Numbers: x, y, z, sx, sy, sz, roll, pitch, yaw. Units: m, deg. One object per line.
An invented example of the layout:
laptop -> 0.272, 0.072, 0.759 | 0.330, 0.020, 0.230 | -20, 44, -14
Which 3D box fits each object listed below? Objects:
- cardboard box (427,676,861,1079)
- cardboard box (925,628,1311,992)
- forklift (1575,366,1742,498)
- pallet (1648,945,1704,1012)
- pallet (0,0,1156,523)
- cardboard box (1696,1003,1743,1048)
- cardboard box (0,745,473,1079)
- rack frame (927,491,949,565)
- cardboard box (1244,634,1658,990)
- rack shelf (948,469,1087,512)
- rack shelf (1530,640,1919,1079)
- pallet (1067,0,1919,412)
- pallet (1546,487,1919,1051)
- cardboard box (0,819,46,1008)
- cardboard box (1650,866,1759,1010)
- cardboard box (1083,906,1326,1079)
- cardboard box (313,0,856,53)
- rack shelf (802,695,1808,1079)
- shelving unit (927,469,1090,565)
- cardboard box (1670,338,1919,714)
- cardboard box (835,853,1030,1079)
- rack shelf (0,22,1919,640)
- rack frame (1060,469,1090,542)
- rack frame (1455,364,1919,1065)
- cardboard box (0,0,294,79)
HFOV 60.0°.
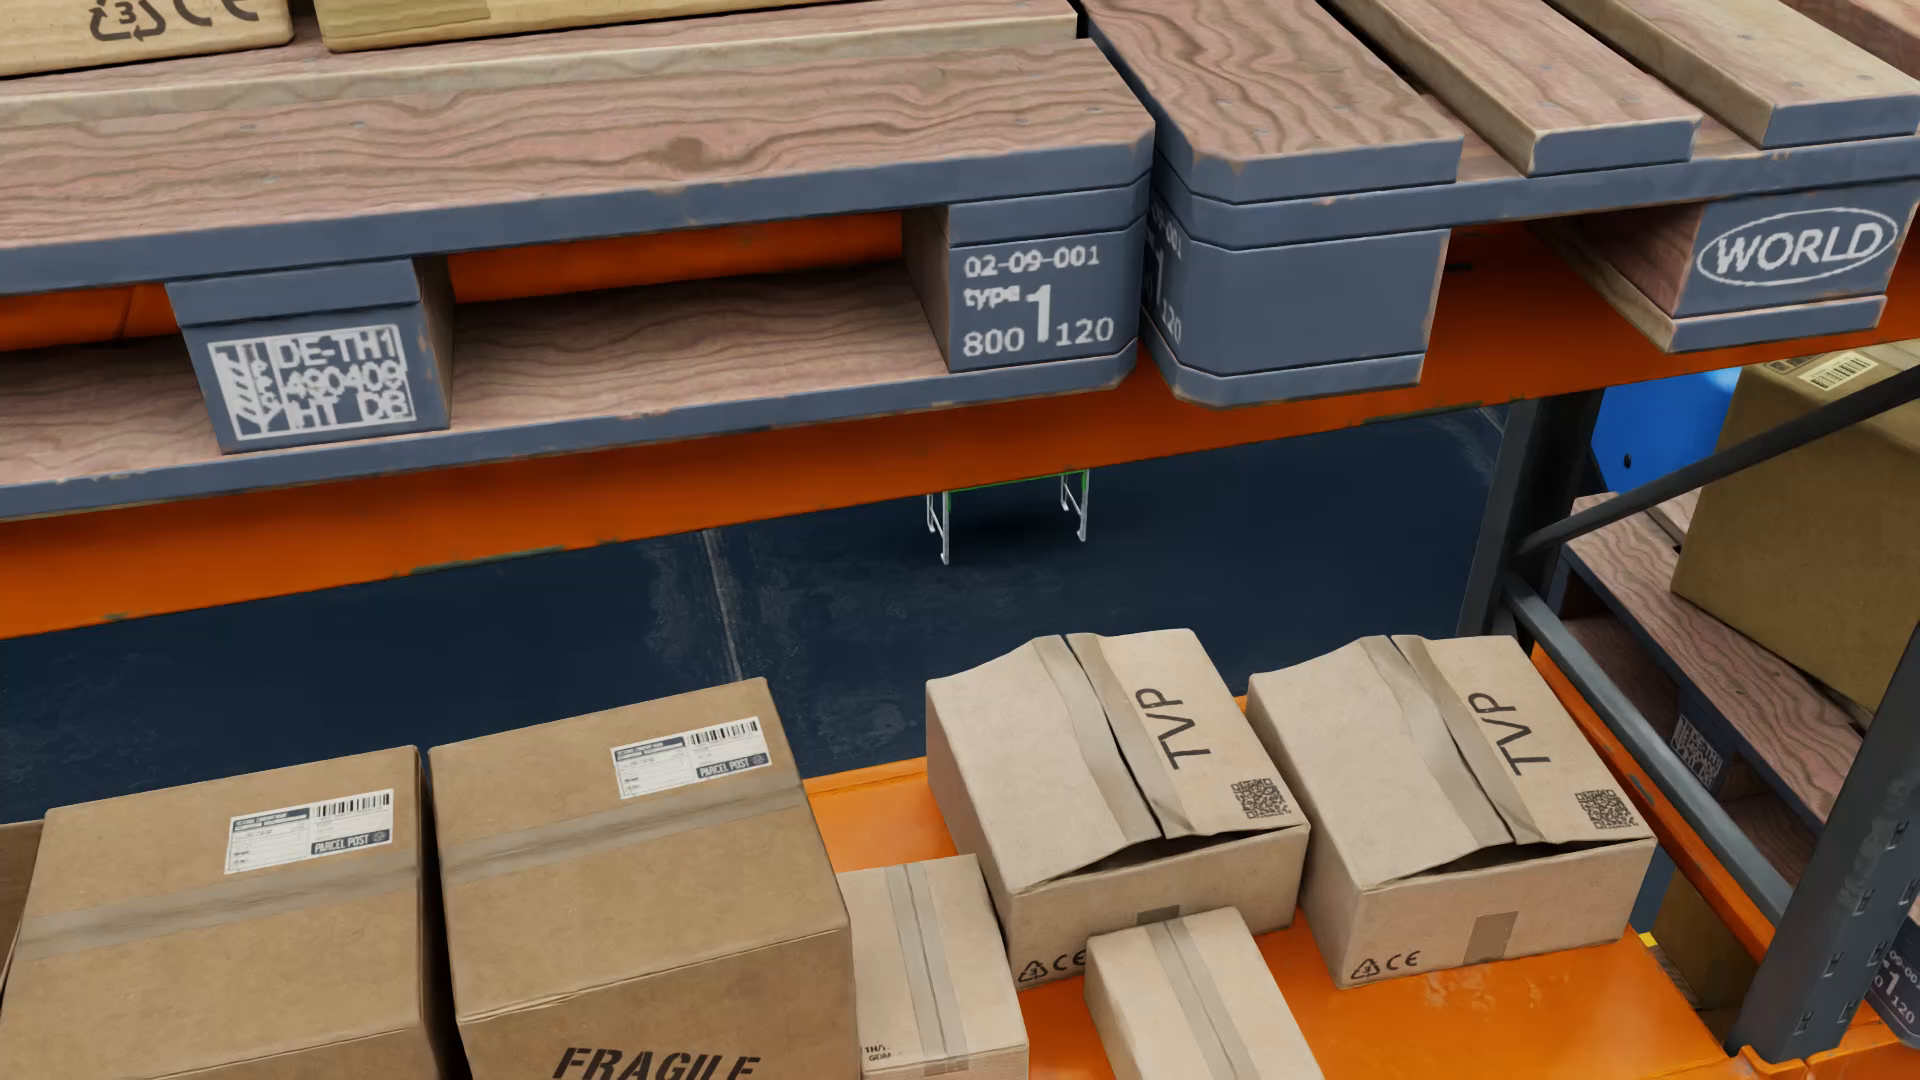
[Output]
cardboard box -> -0.455, 0.592, 2.426 | 0.500, 0.500, 0.500 | -11, 39, -14
cardboard box -> 0.247, 0.419, 2.806 | 0.500, 0.311, 0.500 | -10, 38, -12
forklift -> 3.617, -0.974, 4.610 | 3.031, 2.935, 1.130 | 3, 38, 4
pallet -> 1.891, 1.367, 3.789 | 1.213, 0.211, 1.003 | -9, 38, -12
pallet -> -0.550, -0.422, 1.519 | 1.213, 0.211, 1.003 | -8, 38, -10
cardboard box -> 1.675, 1.270, 3.317 | 0.500, 0.500, 0.500 | -8, 38, -10
cardboard box -> -0.963, 0.675, 2.317 | 0.500, 0.500, 0.500 | -9, 38, -12
rack frame -> -0.076, -0.464, 5.369 | 0.015, 1.200, 0.240 | -9, 38, -12
cardboard box -> 0.798, 0.423, 2.801 | 0.500, 0.311, 0.500 | -7, 38, -9
rack shelf -> 0.160, -0.261, 5.604 | 0.480, 0.148, 0.258 | -9, 38, -12
rack shelf -> 3.091, 0.325, 3.449 | 4.000, 0.370, 1.077 | -9, 38, -12
pallet -> 0.529, -0.601, 1.753 | 1.003, 0.211, 1.213 | -8, 38, -10
pallet -> 1.797, 0.284, 3.068 | 1.003, 0.211, 1.213 | -9, 38, -12
cardboard box -> -1.447, 0.754, 2.213 | 0.500, 0.500, 0.500 | -7, 38, -9
cardboard box -> 2.002, 0.888, 3.815 | 0.500, 0.500, 0.500 | -8, 38, -10
cardboard box -> 0.364, 0.760, 2.494 | 0.250, 0.149, 0.380 | -9, 38, -12
cardboard box -> -0.319, -0.660, 1.453 | 0.500, 0.250, 0.500 | -10, 39, -13
rack shelf -> -0.770, 0.958, 2.620 | 4.000, 0.370, 1.077 | -9, 38, -12
shelving unit -> 0.160, -0.503, 5.420 | 0.503, 1.200, 0.258 | -9, 38, -12
cardboard box -> 1.739, -0.016, 2.875 | 0.500, 0.500, 0.700 | -23, 43, -27
cardboard box -> -0.056, 0.691, 2.585 | 0.250, 0.149, 0.380 | -7, 38, -9
rack shelf -> -0.770, -0.233, 1.709 | 4.000, 0.370, 1.077 | -9, 38, -12
rack frame -> 0.395, -0.541, 5.470 | 0.015, 1.200, 0.240 | -9, 38, -12
rack frame -> 1.161, 0.356, 2.816 | 0.127, 3.000, 1.000 | -9, 38, -12
cardboard box -> -0.839, -0.576, 1.343 | 0.500, 0.250, 0.500 | -12, 39, -16
